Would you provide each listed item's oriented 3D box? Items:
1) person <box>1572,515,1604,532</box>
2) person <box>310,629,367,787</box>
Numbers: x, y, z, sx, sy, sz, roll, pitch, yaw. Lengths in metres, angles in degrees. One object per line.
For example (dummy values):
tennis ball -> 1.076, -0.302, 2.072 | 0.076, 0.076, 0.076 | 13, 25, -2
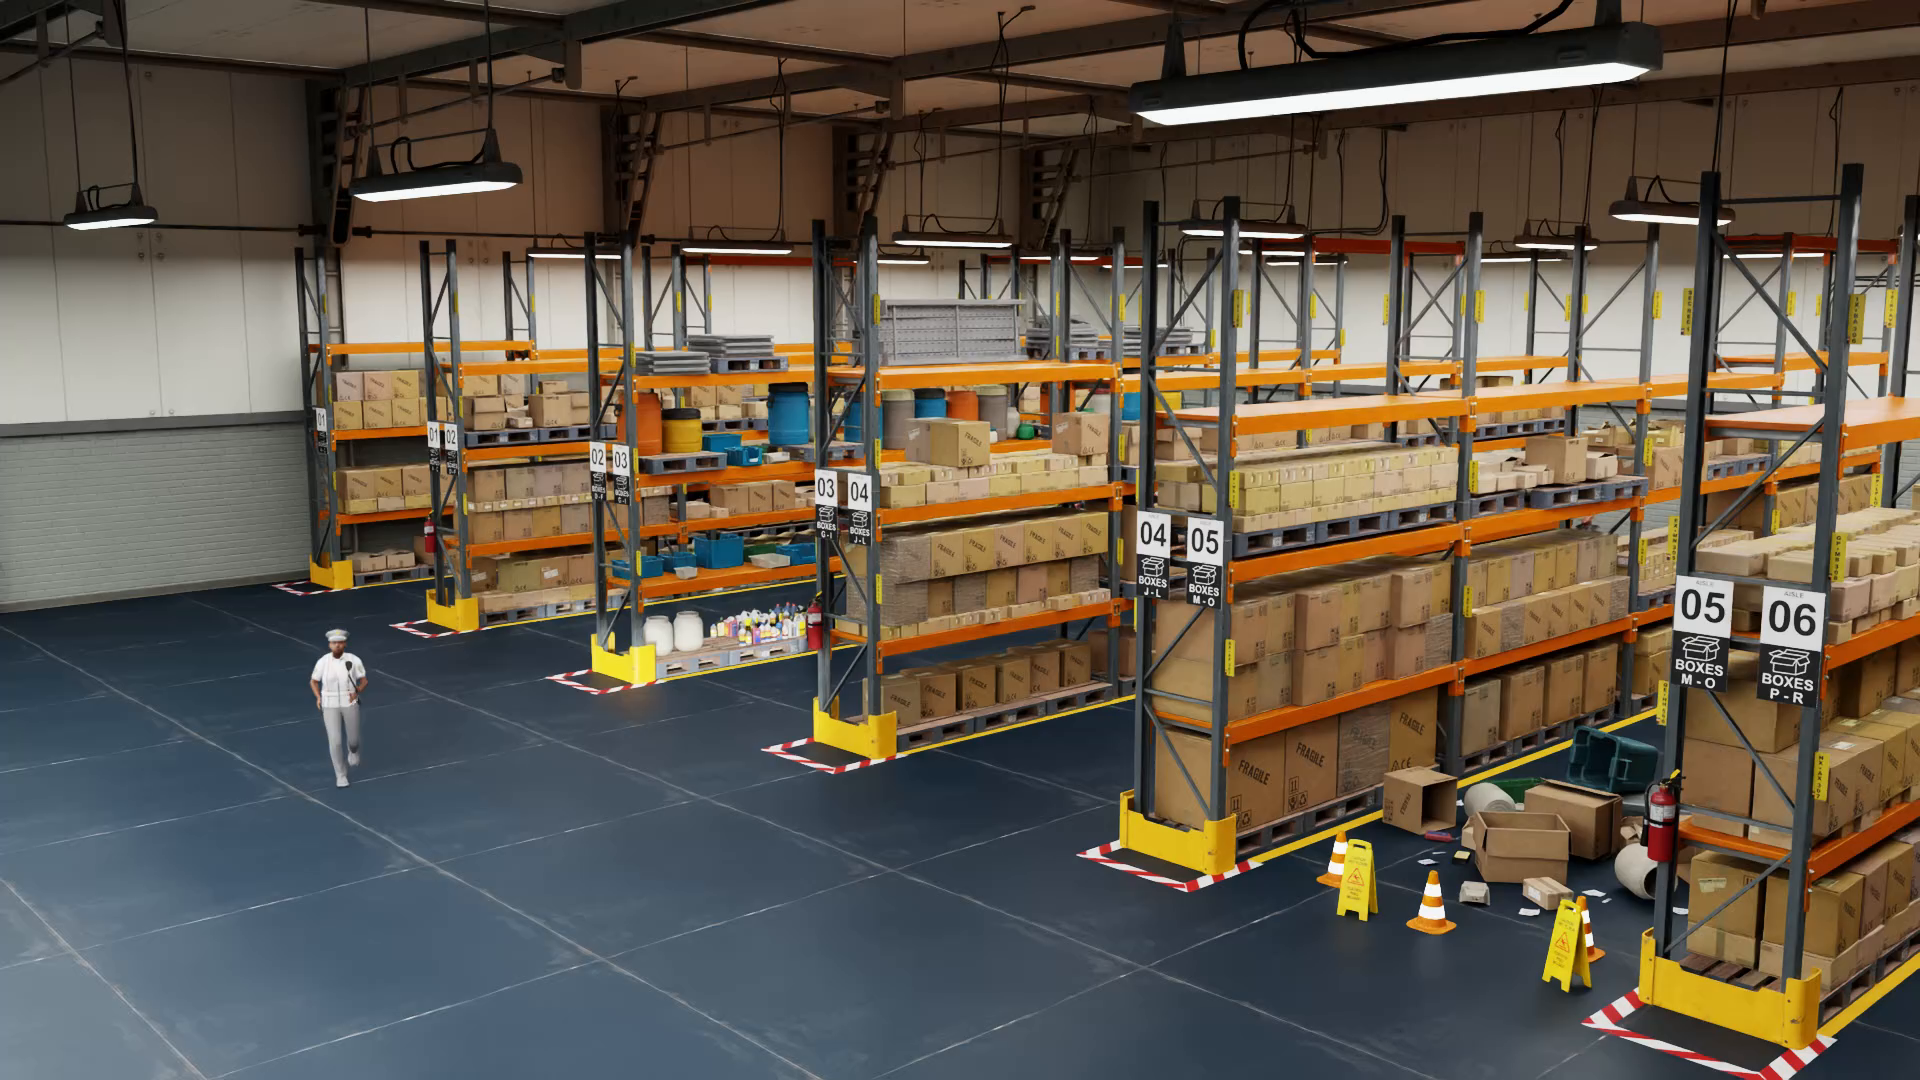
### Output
person -> 10.222, 0.352, 27.222 | 0.581, 1.689, 0.667 | -8, 12, -44
person -> -6.624, 1.755, 17.756 | 0.580, 1.654, 0.701 | -3, 9, -19
